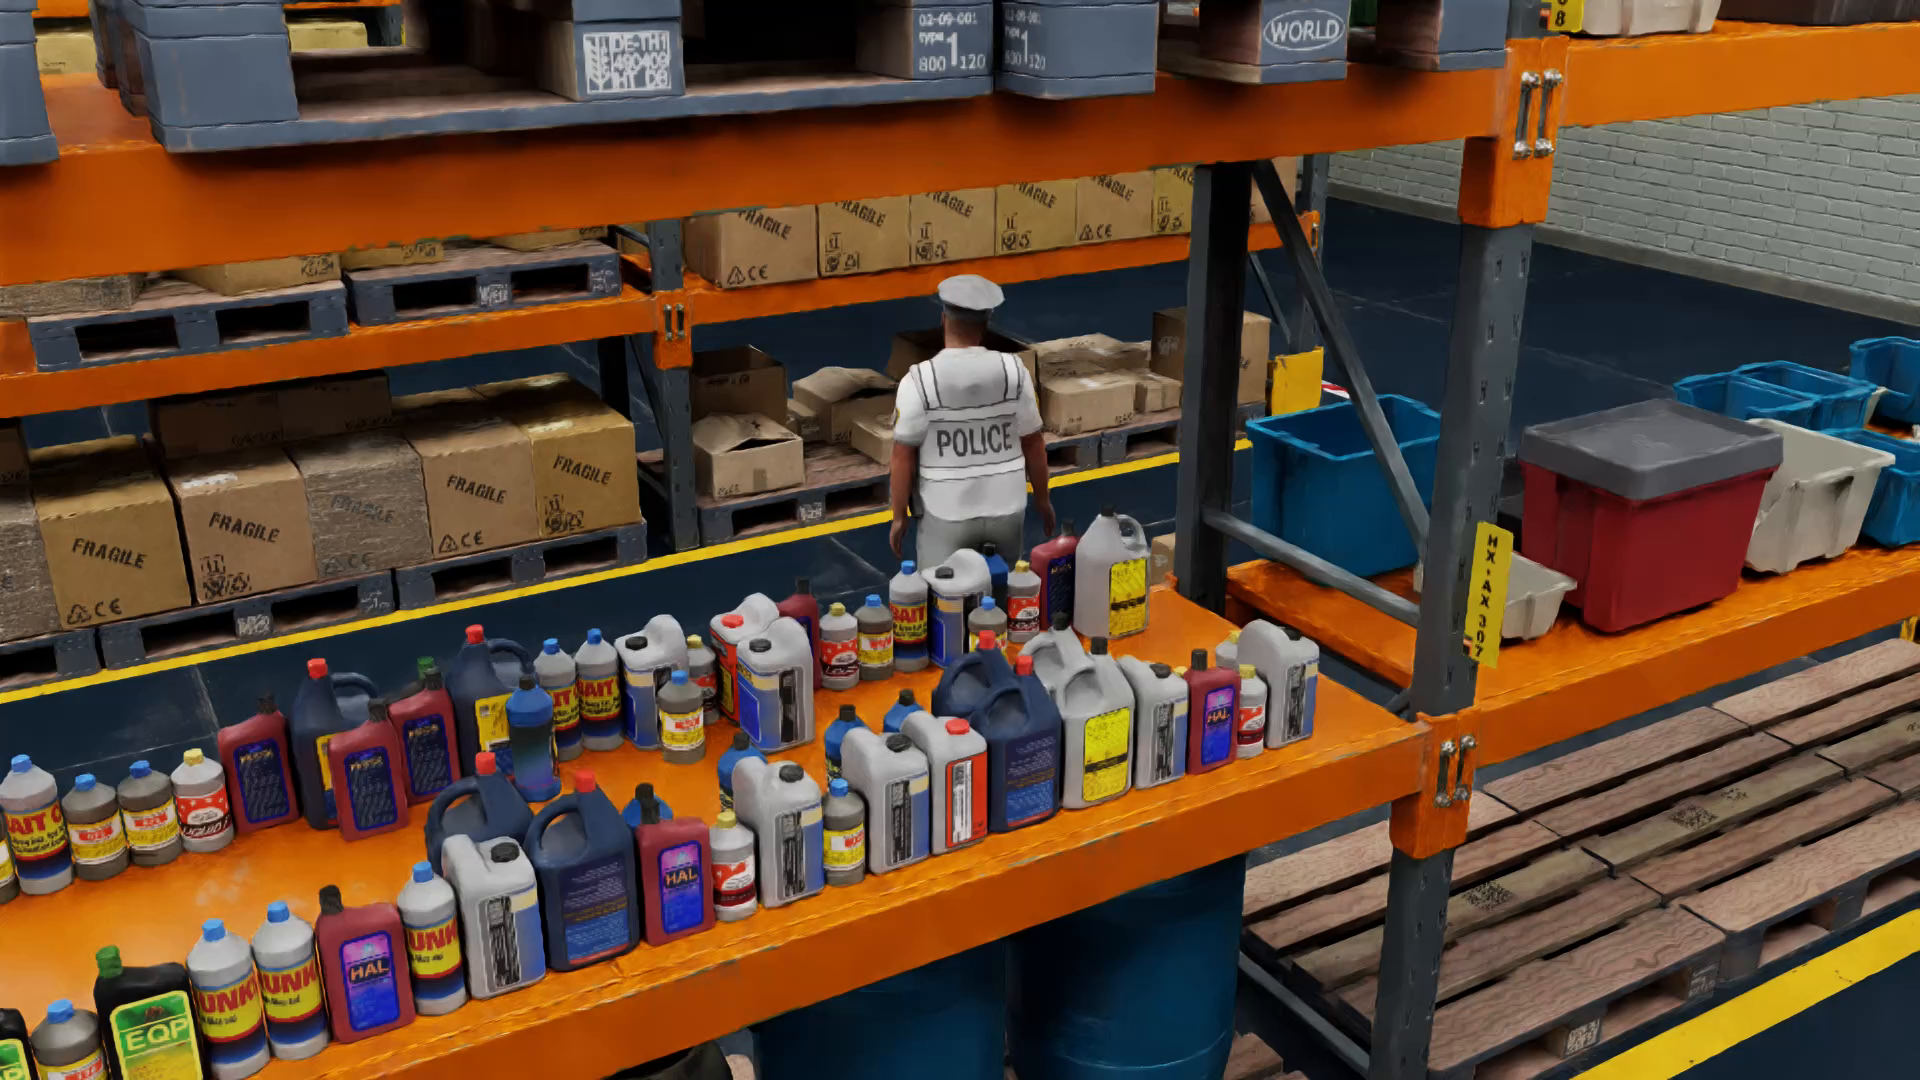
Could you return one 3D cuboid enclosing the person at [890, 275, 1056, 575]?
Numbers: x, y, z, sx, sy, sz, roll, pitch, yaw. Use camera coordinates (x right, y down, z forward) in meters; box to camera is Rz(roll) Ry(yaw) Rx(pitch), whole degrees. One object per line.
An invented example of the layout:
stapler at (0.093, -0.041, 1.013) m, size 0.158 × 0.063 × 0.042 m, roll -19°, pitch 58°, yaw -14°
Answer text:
person at (0.034, -0.132, 6.338) m, size 0.672 × 1.752 × 0.585 m, roll -8°, pitch 23°, yaw -19°
